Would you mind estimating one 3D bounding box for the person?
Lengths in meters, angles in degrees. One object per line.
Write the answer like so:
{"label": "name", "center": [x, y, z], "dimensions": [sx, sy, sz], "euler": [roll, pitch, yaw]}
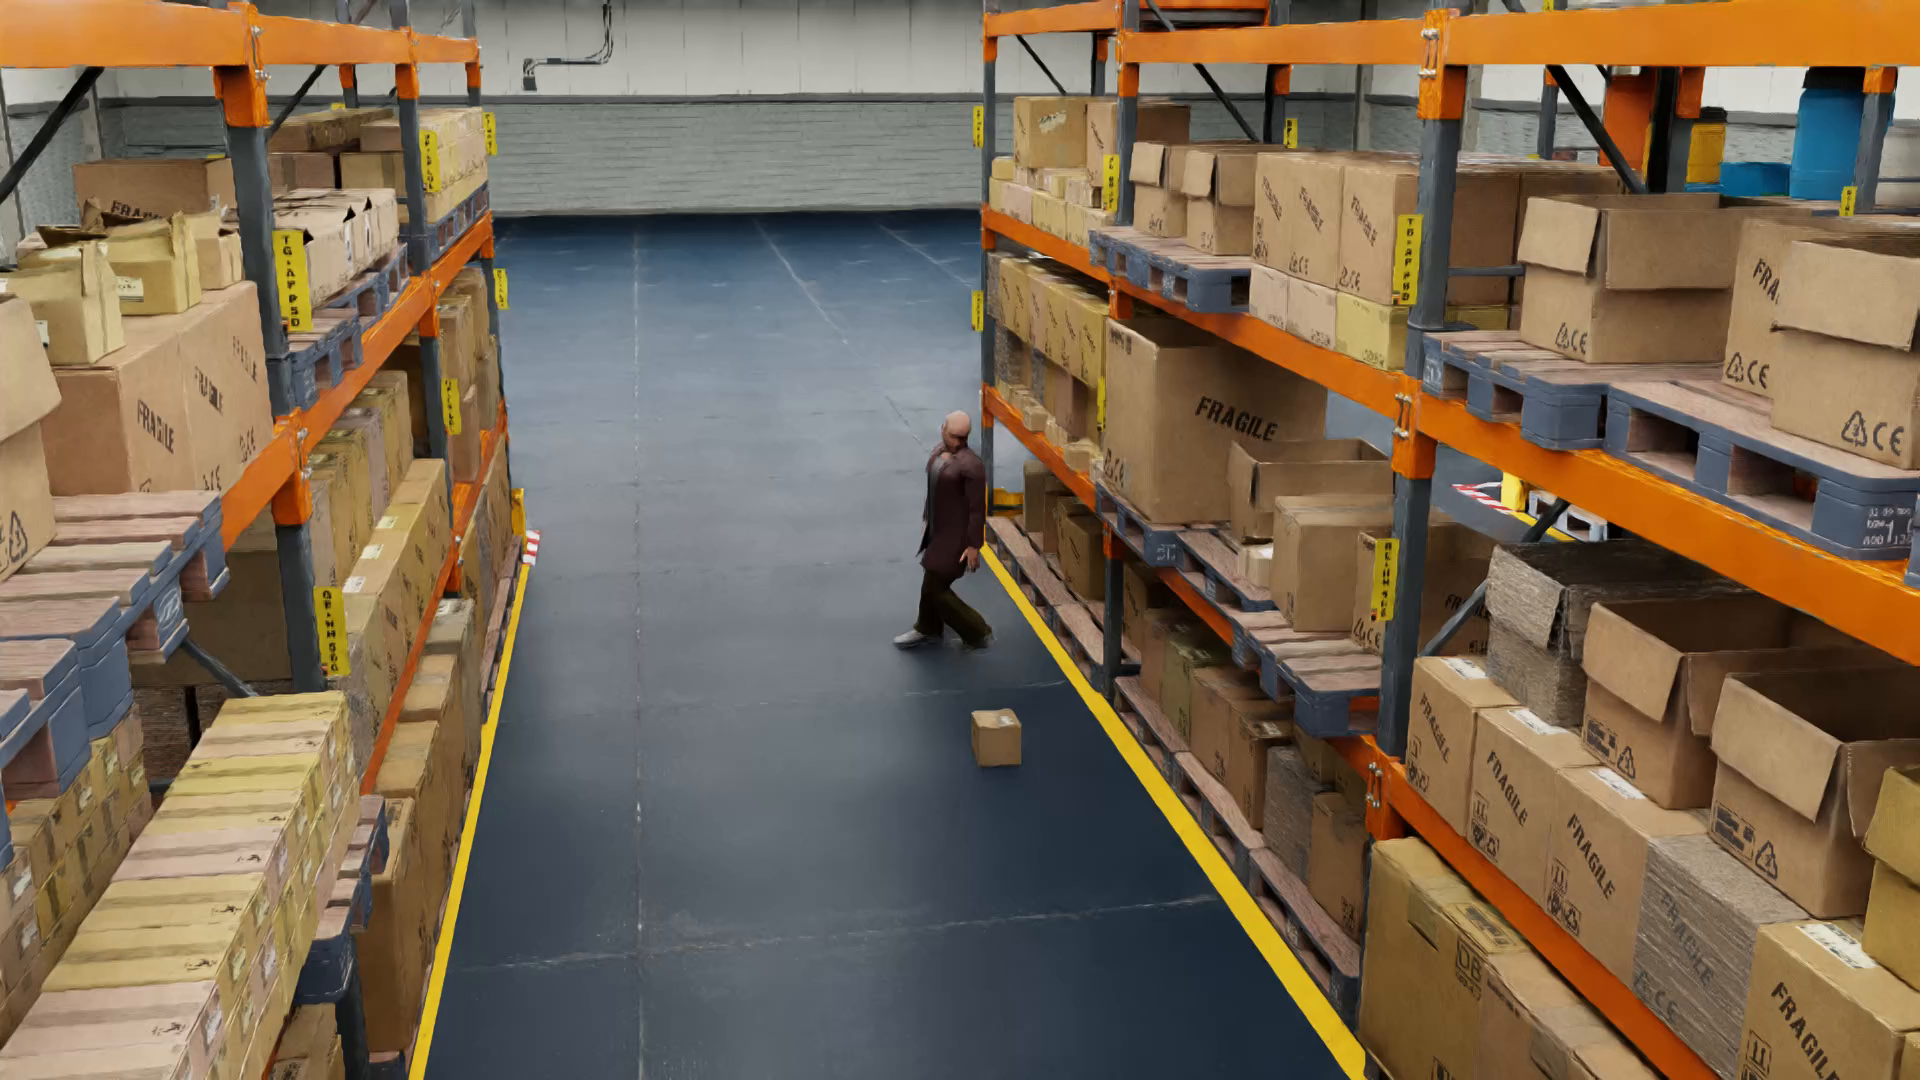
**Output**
{"label": "person", "center": [-0.107, -0.037, 11.230], "dimensions": [0.578, 1.741, 0.689], "euler": [-6, 17, -19]}
